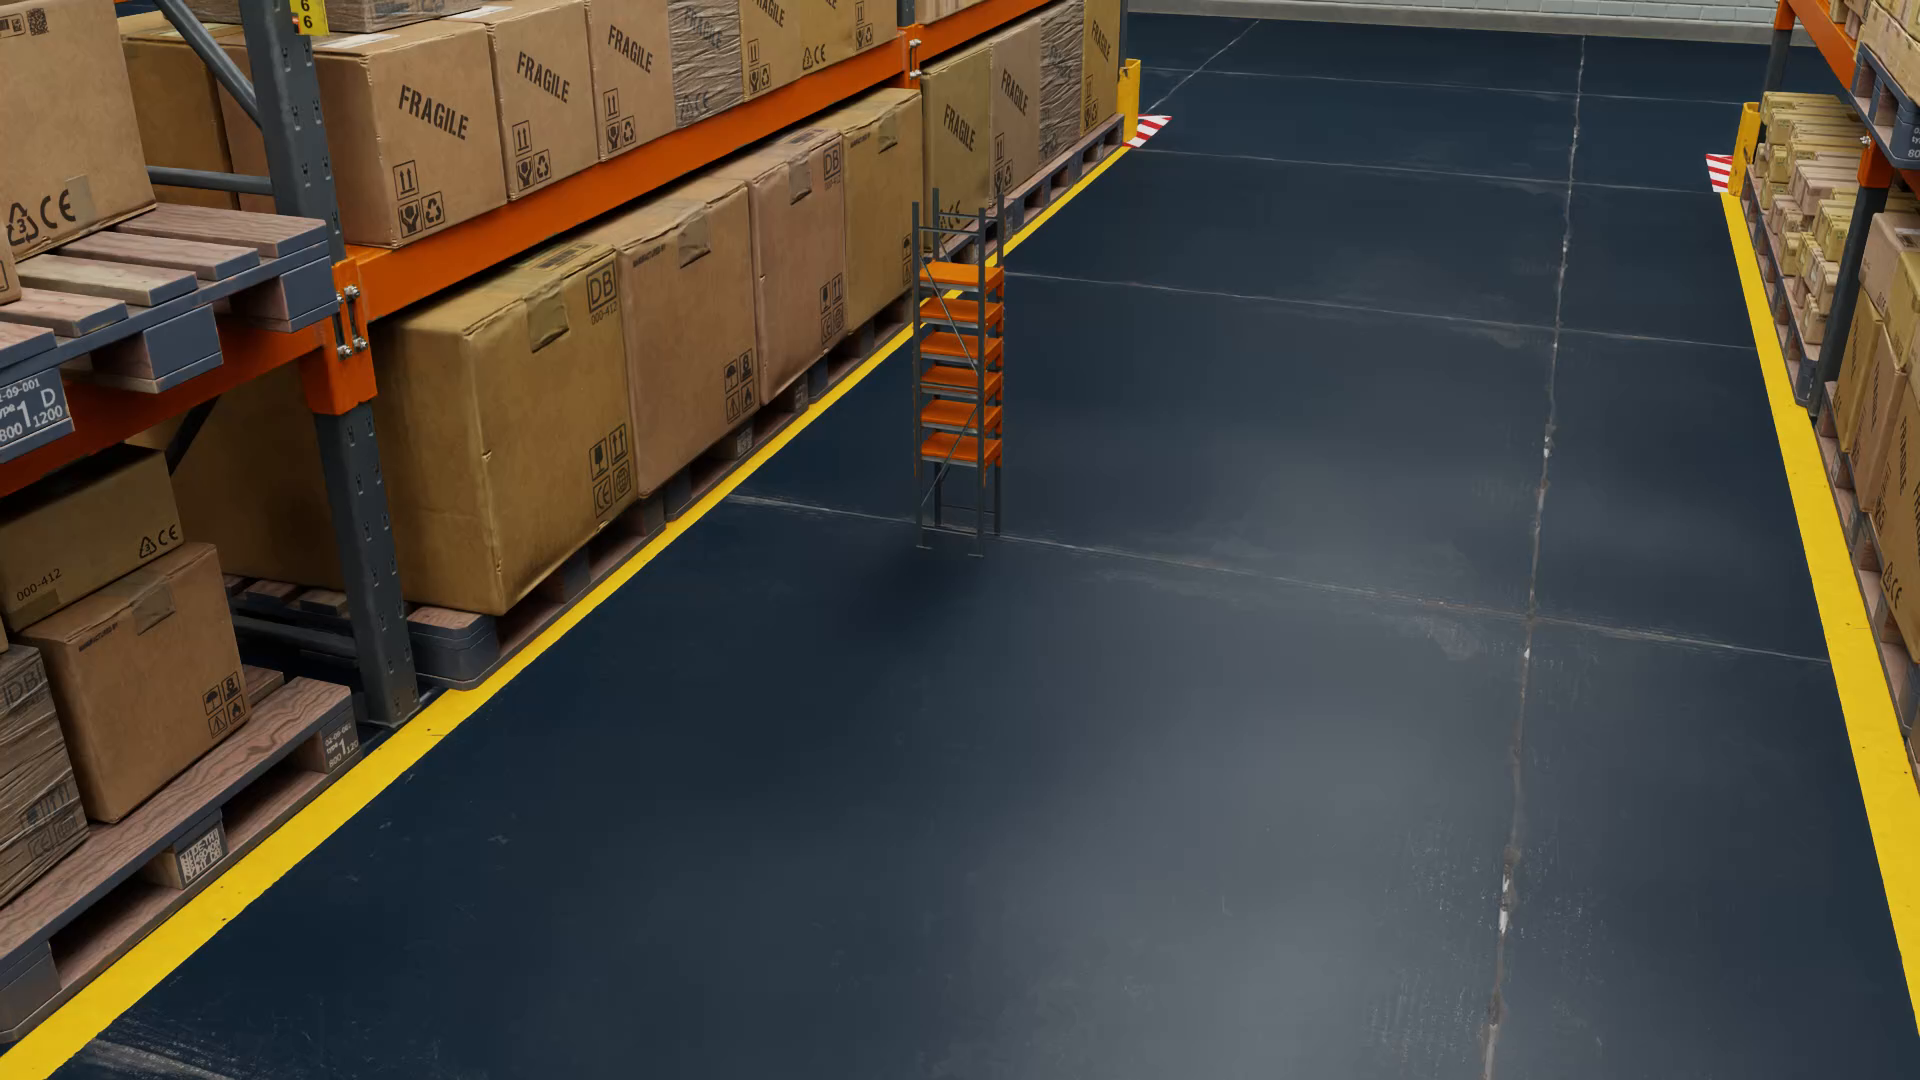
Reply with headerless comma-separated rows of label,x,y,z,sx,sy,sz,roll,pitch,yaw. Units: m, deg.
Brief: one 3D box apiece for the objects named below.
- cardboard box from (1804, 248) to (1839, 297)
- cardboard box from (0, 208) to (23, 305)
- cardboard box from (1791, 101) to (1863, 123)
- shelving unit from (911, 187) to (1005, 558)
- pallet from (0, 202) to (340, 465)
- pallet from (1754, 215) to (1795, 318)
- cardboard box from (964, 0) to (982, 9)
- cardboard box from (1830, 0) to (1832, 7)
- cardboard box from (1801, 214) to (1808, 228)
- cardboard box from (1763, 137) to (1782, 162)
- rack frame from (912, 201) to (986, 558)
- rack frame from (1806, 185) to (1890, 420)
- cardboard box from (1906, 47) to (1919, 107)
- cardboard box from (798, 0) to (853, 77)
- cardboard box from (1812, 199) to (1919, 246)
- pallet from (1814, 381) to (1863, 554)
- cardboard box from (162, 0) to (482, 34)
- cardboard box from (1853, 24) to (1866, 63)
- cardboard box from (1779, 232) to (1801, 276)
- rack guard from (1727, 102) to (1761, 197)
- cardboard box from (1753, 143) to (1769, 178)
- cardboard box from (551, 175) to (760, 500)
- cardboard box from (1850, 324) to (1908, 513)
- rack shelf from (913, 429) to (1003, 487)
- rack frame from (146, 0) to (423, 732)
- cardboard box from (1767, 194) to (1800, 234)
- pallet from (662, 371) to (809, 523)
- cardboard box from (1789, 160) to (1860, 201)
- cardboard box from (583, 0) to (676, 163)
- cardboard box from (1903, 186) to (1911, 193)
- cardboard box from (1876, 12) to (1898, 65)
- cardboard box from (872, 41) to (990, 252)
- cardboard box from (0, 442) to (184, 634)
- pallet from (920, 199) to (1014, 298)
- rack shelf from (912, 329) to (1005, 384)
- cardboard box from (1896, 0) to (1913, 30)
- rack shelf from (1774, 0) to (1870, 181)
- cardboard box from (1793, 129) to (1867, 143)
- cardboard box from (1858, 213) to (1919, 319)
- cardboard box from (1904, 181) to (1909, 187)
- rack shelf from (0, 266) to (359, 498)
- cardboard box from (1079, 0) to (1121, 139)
cardboard box,3.831,-1.123,7.076,0.380,0.149,0.250,7,27,15
cardboard box,-2.260,-0.675,3.104,0.700,0.500,0.500,13,29,25
cardboard box,4.806,-2.316,9.198,0.380,0.149,0.250,9,27,18
shelving unit,-0.005,-0.534,5.476,0.258,1.200,0.189,9,27,17
pallet,-2.163,-0.517,3.597,1.213,0.211,1.003,9,27,17
pallet,4.542,-1.324,8.243,1.003,0.211,1.213,9,27,17
cardboard box,-0.109,-2.732,8.240,0.380,0.149,0.250,10,27,19
cardboard box,4.391,-2.592,7.949,0.380,0.149,0.250,10,27,19
cardboard box,4.254,-1.540,7.936,0.380,0.149,0.250,7,27,15
cardboard box,4.718,-2.196,9.292,0.380,0.149,0.250,9,27,17
rack frame,-0.035,-0.496,5.399,0.240,1.200,0.006,9,27,17
rack frame,3.948,-1.795,6.015,1.000,3.000,0.127,9,27,17
cardboard box,3.041,-1.351,4.905,0.380,0.149,0.250,8,27,15
cardboard box,-0.765,-2.167,6.668,0.500,0.500,0.500,10,27,19
cardboard box,3.945,-1.367,7.238,0.380,0.149,0.250,8,27,17
pallet,3.690,-0.220,5.962,1.003,0.211,1.213,9,27,17
cardboard box,-1.768,-1.707,4.567,0.797,0.503,0.637,10,27,19
cardboard box,3.805,-1.955,6.634,0.380,0.149,0.250,8,27,16
cardboard box,4.102,-1.337,7.859,0.380,0.149,0.250,9,27,17
rack guard,5.254,-2.283,9.891,1.175,0.500,0.348,9,27,17
cardboard box,4.803,-2.176,9.591,0.380,0.149,0.250,9,27,18
cardboard box,-1.474,-0.791,5.897,1.225,0.875,0.875,9,27,18
cardboard box,3.278,-0.376,5.471,0.500,0.500,0.500,10,28,20
rack shelf,-0.005,-0.278,5.600,0.258,0.103,0.180,9,27,17
rack frame,-2.027,-0.912,4.192,1.000,3.000,0.127,9,27,17
cardboard box,4.368,-1.656,8.517,0.380,0.149,0.250,7,27,15
pallet,-1.286,-0.470,6.478,1.003,0.211,1.213,9,27,17
cardboard box,4.186,-1.699,7.925,0.380,0.149,0.250,8,27,16
cardboard box,-1.272,-1.541,5.375,0.500,0.500,0.500,8,27,17
cardboard box,5.041,-1.792,8.457,0.380,0.149,0.250,9,27,18
cardboard box,3.296,-1.661,5.545,0.380,0.149,0.250,9,27,18
cardboard box,-0.401,-2.048,8.495,0.875,0.875,0.875,9,27,17
cardboard box,-2.221,-0.043,3.900,0.500,0.250,0.500,10,28,20
pallet,-0.369,-1.602,8.816,1.003,0.211,1.213,9,27,17
rack shelf,-0.005,-0.602,5.443,0.258,0.103,0.180,9,27,17
cardboard box,3.213,-1.697,5.278,0.380,0.149,0.250,9,27,19
rack shelf,4.614,-2.293,7.870,1.077,0.370,4.000,9,27,17
cardboard box,4.496,-2.004,8.554,0.380,0.149,0.250,10,28,19
cardboard box,3.453,-0.931,5.757,0.500,0.250,0.500,8,27,15
cardboard box,4.863,-1.831,8.195,0.380,0.149,0.250,8,27,16
rack shelf,-2.692,0.234,2.651,1.077,0.370,4.000,9,27,17
cardboard box,0.498,-3.158,10.786,0.875,0.875,0.875,9,27,17
